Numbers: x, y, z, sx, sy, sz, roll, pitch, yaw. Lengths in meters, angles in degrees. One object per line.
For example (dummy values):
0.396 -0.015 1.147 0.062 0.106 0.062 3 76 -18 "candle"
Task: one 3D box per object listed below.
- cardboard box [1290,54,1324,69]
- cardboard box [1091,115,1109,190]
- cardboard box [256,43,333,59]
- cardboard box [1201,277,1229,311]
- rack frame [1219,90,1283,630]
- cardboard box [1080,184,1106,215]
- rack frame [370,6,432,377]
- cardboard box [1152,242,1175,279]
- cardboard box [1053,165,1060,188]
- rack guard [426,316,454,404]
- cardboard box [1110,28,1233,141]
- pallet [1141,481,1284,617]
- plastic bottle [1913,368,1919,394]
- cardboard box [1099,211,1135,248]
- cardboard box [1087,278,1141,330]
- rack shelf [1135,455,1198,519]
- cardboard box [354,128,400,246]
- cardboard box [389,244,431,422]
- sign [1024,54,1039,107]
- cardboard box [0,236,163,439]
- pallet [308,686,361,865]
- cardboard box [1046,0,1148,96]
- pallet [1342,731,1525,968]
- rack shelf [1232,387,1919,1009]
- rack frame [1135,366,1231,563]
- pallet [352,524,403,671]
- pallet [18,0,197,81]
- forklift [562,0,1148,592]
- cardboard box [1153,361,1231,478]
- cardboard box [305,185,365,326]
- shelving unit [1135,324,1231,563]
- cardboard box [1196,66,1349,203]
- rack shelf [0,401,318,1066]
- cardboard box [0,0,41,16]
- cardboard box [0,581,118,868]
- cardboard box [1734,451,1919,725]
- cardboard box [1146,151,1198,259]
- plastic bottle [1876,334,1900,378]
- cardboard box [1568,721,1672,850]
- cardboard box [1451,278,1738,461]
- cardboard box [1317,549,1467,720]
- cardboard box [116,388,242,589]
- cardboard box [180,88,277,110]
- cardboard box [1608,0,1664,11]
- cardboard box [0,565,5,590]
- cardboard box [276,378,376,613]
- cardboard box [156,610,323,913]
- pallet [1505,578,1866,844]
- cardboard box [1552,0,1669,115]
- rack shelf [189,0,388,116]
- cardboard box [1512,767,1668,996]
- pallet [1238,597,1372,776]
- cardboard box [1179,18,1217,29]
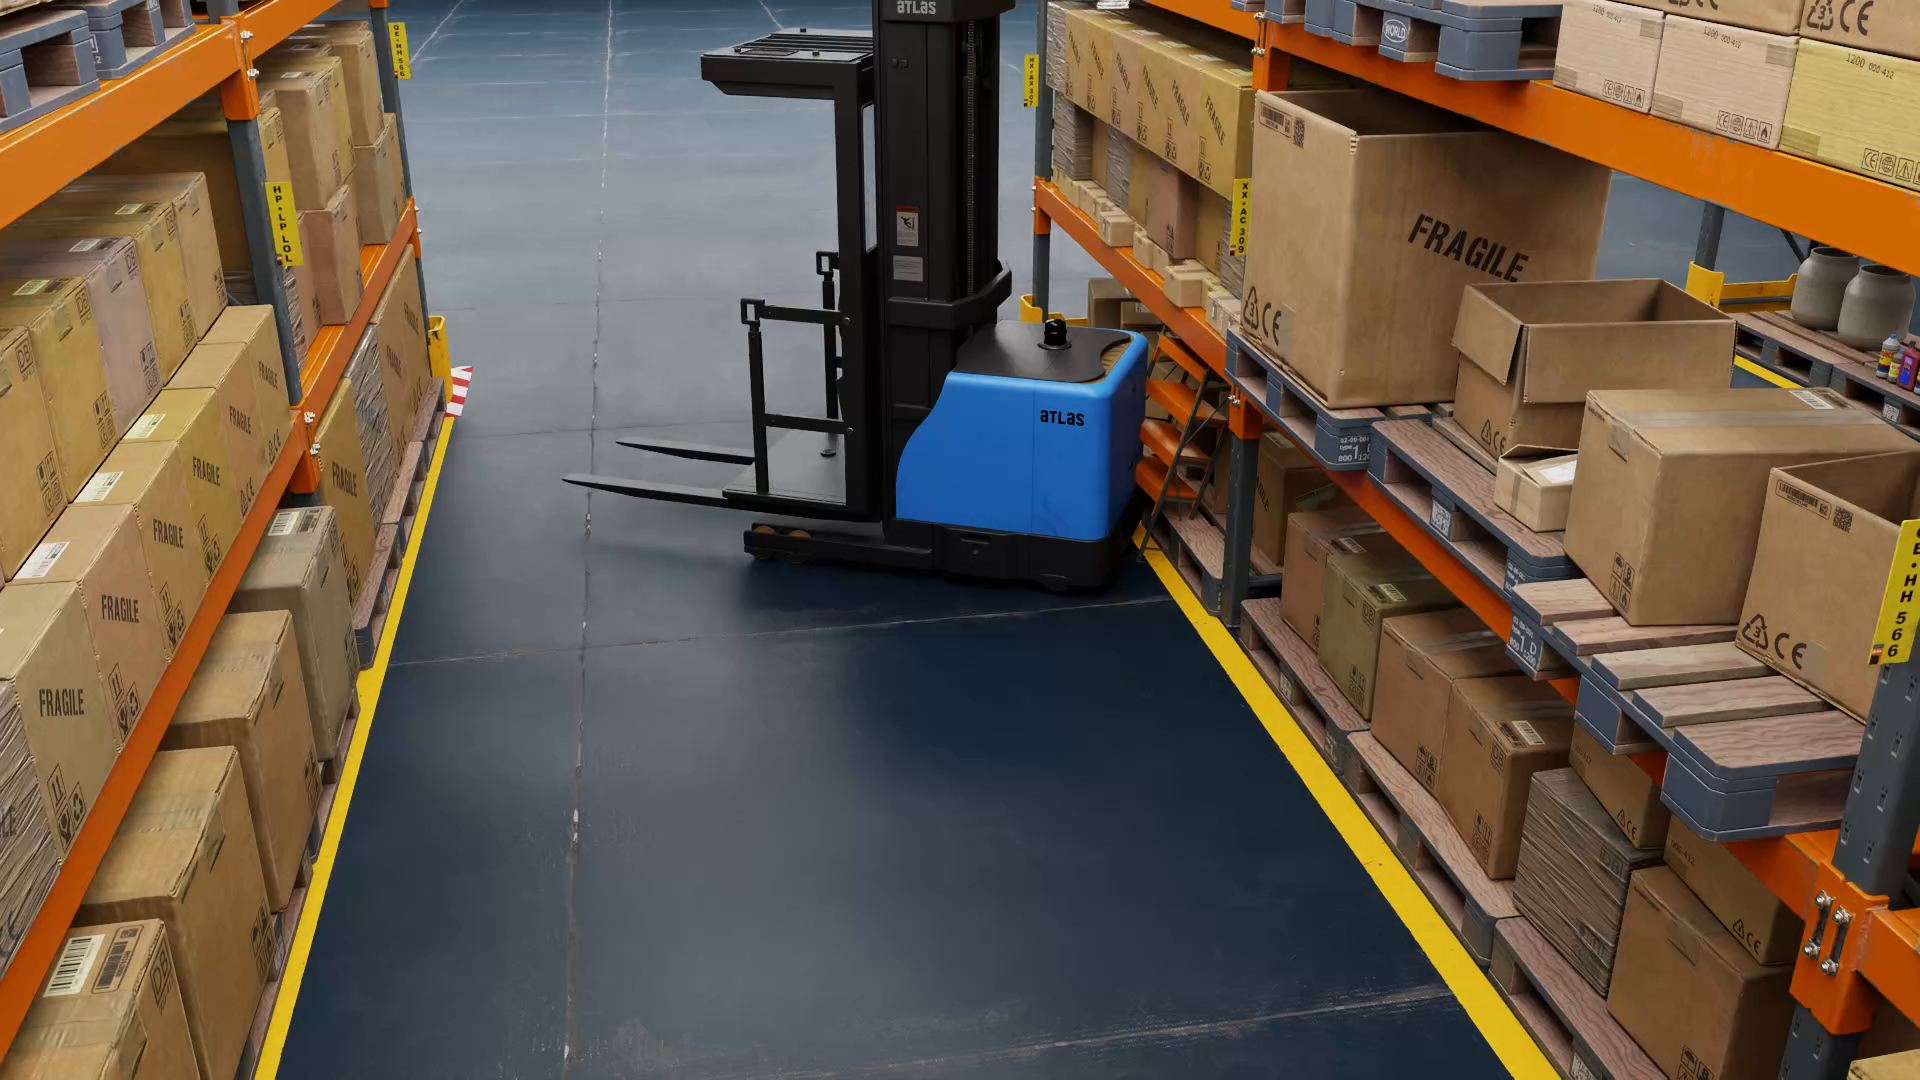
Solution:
1.805 -2.048 7.946 0.500 0.500 0.500 -4 24 -10 "cardboard box"
1.278 -2.365 9.920 0.875 0.500 0.500 -4 24 -10 "cardboard box"
-3.707 -2.236 8.586 0.875 0.550 0.550 -4 24 -10 "cardboard box"
1.380 -1.165 7.983 0.380 0.149 0.250 -4 24 -10 "cardboard box"
1.733 -1.015 7.327 1.000 3.000 0.127 -4 24 -10 "rack frame"
0.937 -2.048 10.005 0.380 0.149 0.250 -4 24 -10 "cardboard box"
-3.900 -2.261 10.180 1.000 3.000 0.127 -4 24 -10 "rack frame"
1.222 -1.458 8.655 0.380 0.149 0.250 -4 24 -10 "cardboard box"
0.811 -2.344 10.682 0.380 0.149 0.250 -4 24 -10 "cardboard box"
-3.905 -1.125 10.702 1.175 0.500 0.348 -4 24 -10 "rack guard"
1.105 -2.402 8.757 0.500 0.500 0.500 -4 24 -10 "cardboard box"
1.574 0.001 8.484 1.003 0.211 1.213 -4 24 -10 "pallet"
5.953 -1.035 10.232 0.097 0.271 0.097 0 24 0 "plastic bottle"
0.994 -1.747 9.315 0.380 0.149 0.250 -4 24 -10 "cardboard box"
1.092 -1.389 10.780 0.500 0.500 0.500 0 24 0 "cardboard box"
1.010 -0.285 8.590 0.258 0.148 0.480 6 26 -27 "rack shelf"
-3.664 -1.973 9.332 0.875 0.550 0.550 -4 24 -10 "cardboard box"
-3.710 -1.218 9.921 0.875 0.875 0.875 -4 24 -9 "cardboard box"
0.460 -2.945 10.664 0.100 0.325 0.005 -4 24 -10 "sign"
-2.873 -0.596 4.993 0.700 0.500 0.500 -4 24 -9 "cardboard box"
-2.944 0.888 6.453 1.003 0.211 1.213 -4 24 -10 "pallet"
0.827 -2.992 10.108 0.500 0.500 0.500 -4 24 -10 "cardboard box"
2.107 1.050 6.083 1.003 0.211 1.213 -4 24 -10 "pallet"
2.103 0.101 5.670 1.077 0.370 4.000 -4 24 -10 "rack shelf"
1.174 -0.403 8.292 0.240 1.200 0.015 6 26 -27 "rack frame"
-3.224 0.285 7.834 1.003 0.211 1.213 -4 24 -10 "pallet"
-2.942 -1.618 5.198 0.805 0.209 1.217 -5 24 -12 "pallet"
-0.600 -1.417 8.332 3.031 2.935 1.130 7 25 16 "forklift"
1.393 -0.686 9.170 0.500 0.500 0.500 -6 24 -14 "cardboard box"
-3.349 -1.337 7.875 0.875 0.550 0.550 -4 24 -10 "cardboard box"
1.086 -0.518 8.488 0.258 1.200 0.503 6 26 -27 "shelving unit"
1.379 -1.812 7.406 0.500 0.500 0.500 -4 24 -10 "cardboard box"
-2.791 0.428 4.920 1.077 0.370 4.000 -4 24 -10 "rack shelf"
-2.526 -1.387 3.891 0.500 0.311 0.500 -5 24 -11 "cardboard box"
-2.335 0.443 3.862 0.500 0.500 0.500 -5 24 -10 "cardboard box"
2.333 0.110 4.100 0.500 0.500 0.500 -7 25 -16 "cardboard box"
1.461 -1.767 8.552 0.875 0.500 0.500 -4 24 -10 "cardboard box"
5.890 -1.170 10.541 0.097 0.271 0.097 0 24 0 "plastic bottle"
2.211 0.689 5.061 0.500 0.250 0.500 -2 24 -4 "cardboard box"
2.144 -0.580 5.677 0.797 0.503 0.637 -2 24 -4 "cardboard box"
1.895 0.361 6.750 0.700 0.500 0.500 -4 24 -10 "cardboard box"
-2.614 -0.151 5.222 0.500 0.500 0.500 -4 24 -9 "cardboard box"
-3.411 -1.607 7.145 0.875 0.550 0.550 -4 24 -10 "cardboard box"
1.956 -1.657 4.300 0.500 0.500 0.500 -4 24 -9 "cardboard box"
-2.589 0.005 3.616 0.700 0.500 0.500 -5 24 -11 "cardboard box"
-3.208 -0.159 7.497 0.875 0.875 0.875 -4 24 -9 "cardboard box"
-2.783 0.768 5.530 1.050 0.750 0.750 -4 24 -10 "cardboard box"
2.236 0.374 4.387 1.213 0.211 1.003 -4 24 -10 "pallet"
1.948 -1.308 4.438 0.500 0.250 0.500 -4 24 -8 "cardboard box"
-3.530 -2.520 7.922 1.077 0.370 4.000 -4 24 -10 "rack shelf"
2.214 1.023 5.234 0.700 0.500 0.500 -6 24 -14 "cardboard box"
1.878 0.569 7.184 1.003 0.211 1.213 -4 24 -10 "pallet"
1.526 -2.638 9.296 0.500 0.500 0.500 -4 24 -10 "cardboard box"
